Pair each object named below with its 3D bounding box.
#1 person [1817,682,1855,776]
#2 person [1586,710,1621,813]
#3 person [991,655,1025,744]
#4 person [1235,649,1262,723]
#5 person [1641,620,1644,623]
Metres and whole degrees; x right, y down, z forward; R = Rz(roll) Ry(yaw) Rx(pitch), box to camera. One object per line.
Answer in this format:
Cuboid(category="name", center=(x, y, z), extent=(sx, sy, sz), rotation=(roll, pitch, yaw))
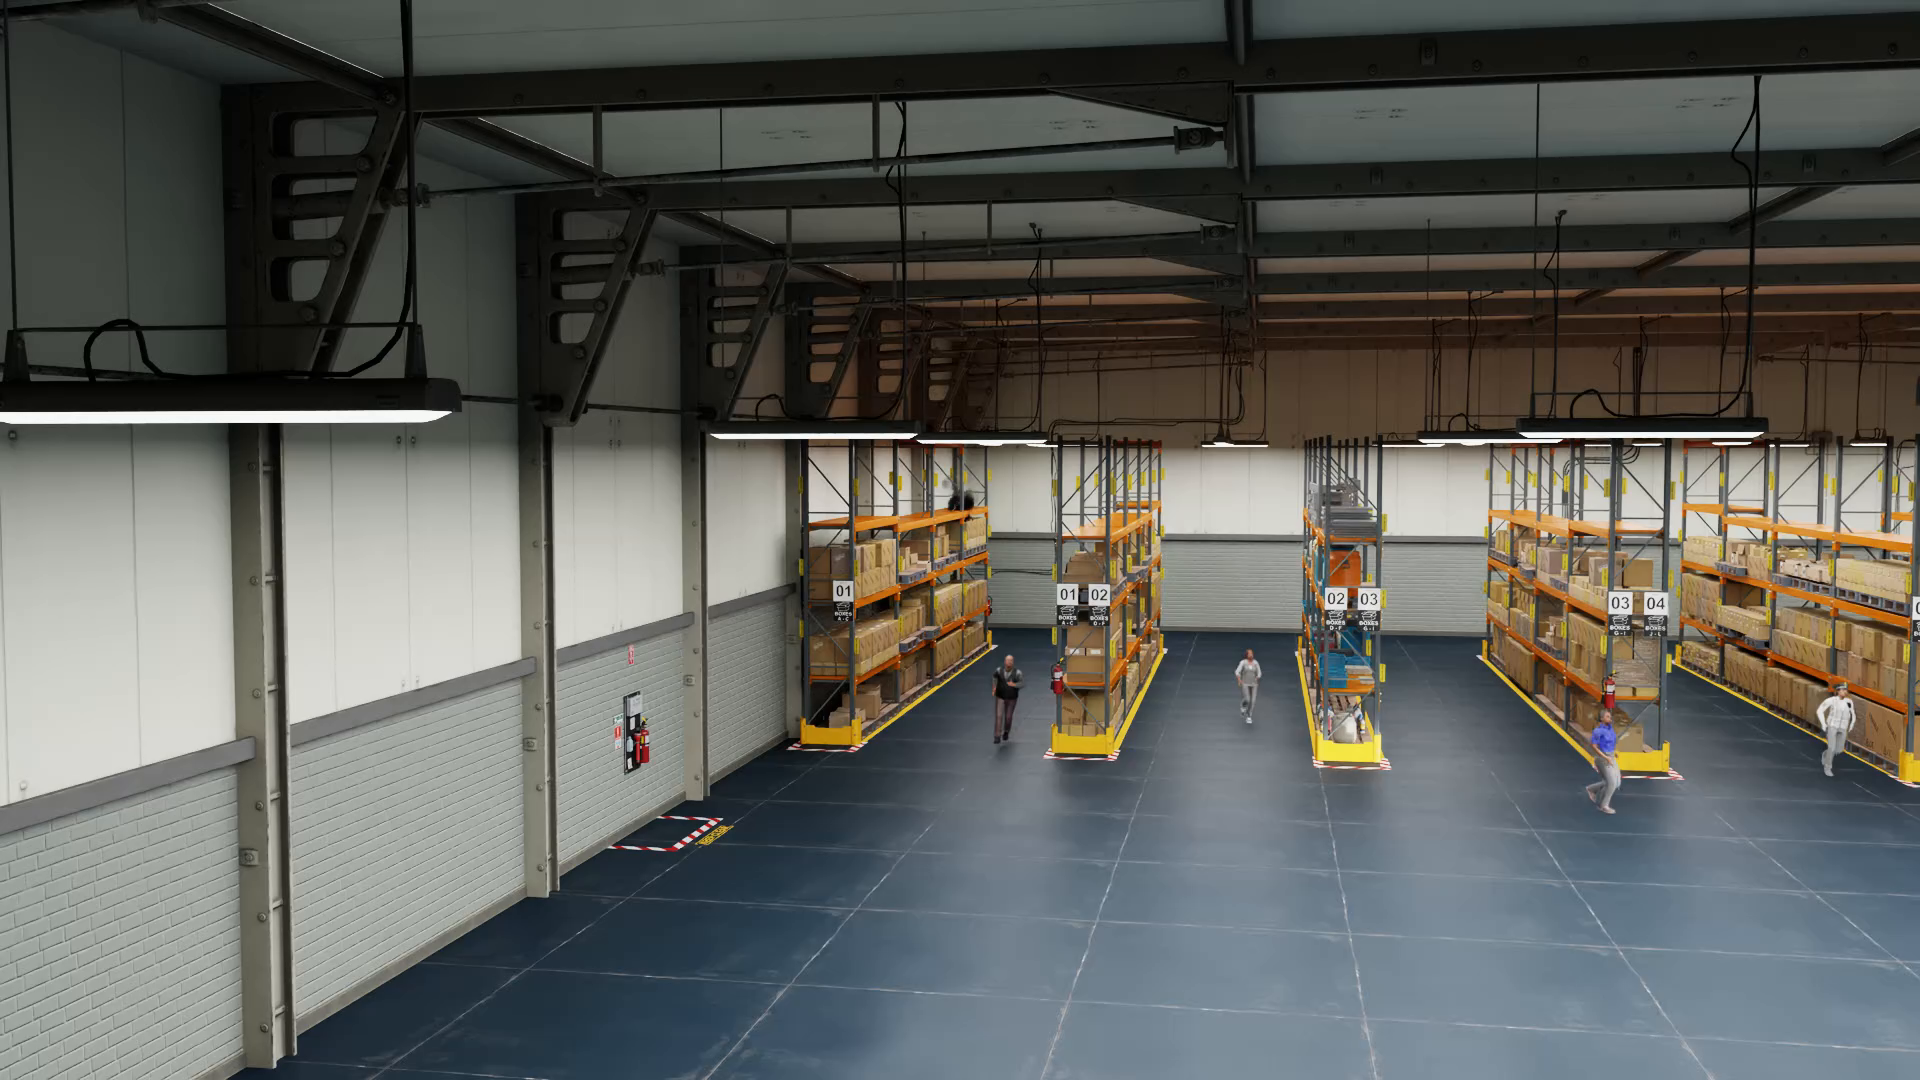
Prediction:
Cuboid(category="person", center=(15.517, 3.333, 29.458), extent=(0.656, 1.667, 0.610), rotation=(0, 3, 6))
Cuboid(category="person", center=(10.188, 3.496, 26.376), extent=(0.575, 1.624, 0.528), rotation=(-3, 4, -44))
Cuboid(category="person", center=(0.927, 3.082, 32.148), extent=(0.667, 1.712, 1.062), rotation=(0, 3, 3))
Cuboid(category="person", center=(6.066, 3.062, 34.865), extent=(0.533, 1.557, 0.541), rotation=(0, 3, -2))
Cuboid(category="person", center=(18.880, 2.410, 45.685), extent=(0.525, 1.674, 0.752), rotation=(0, 3, -5))
